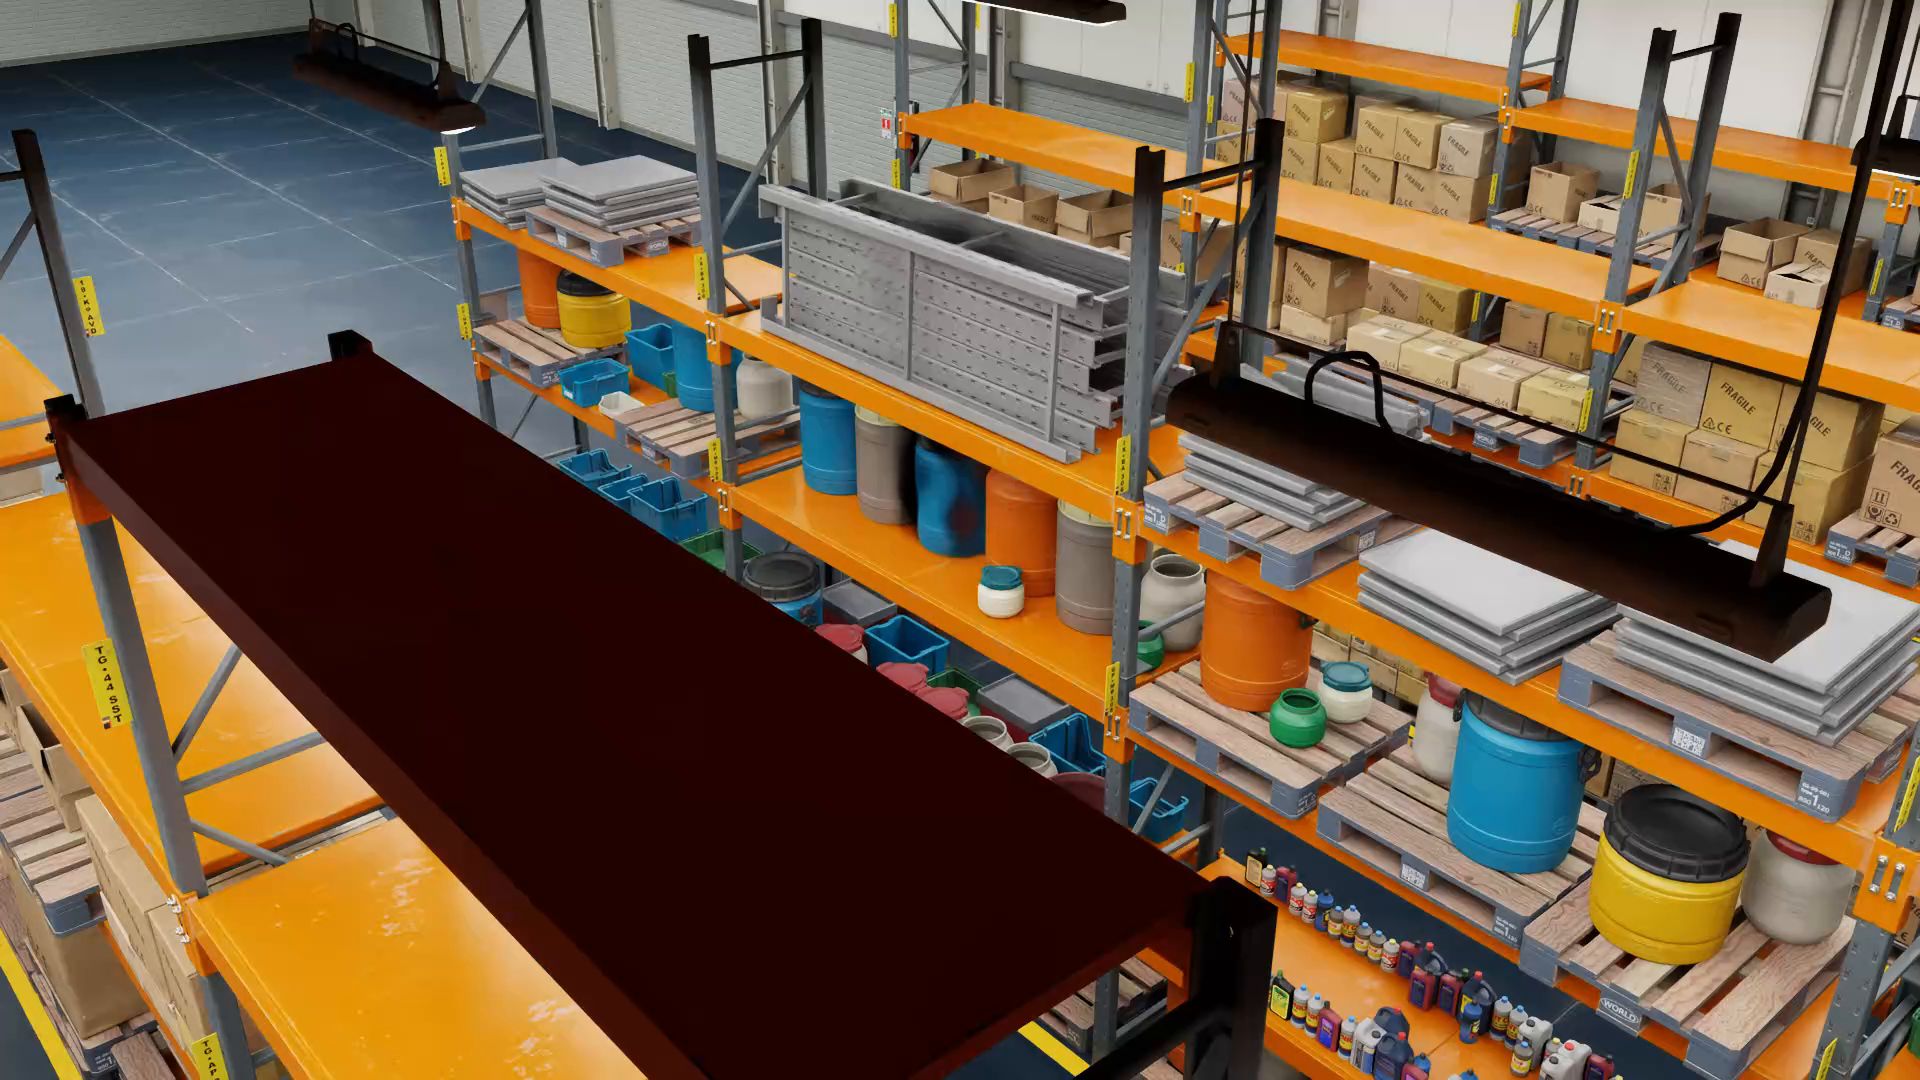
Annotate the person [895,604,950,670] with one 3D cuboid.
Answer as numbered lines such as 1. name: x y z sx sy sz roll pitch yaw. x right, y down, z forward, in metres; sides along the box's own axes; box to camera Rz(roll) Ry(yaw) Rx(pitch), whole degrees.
1. person: -0.285 0.672 14.348 0.883 1.743 0.701 24 35 38
